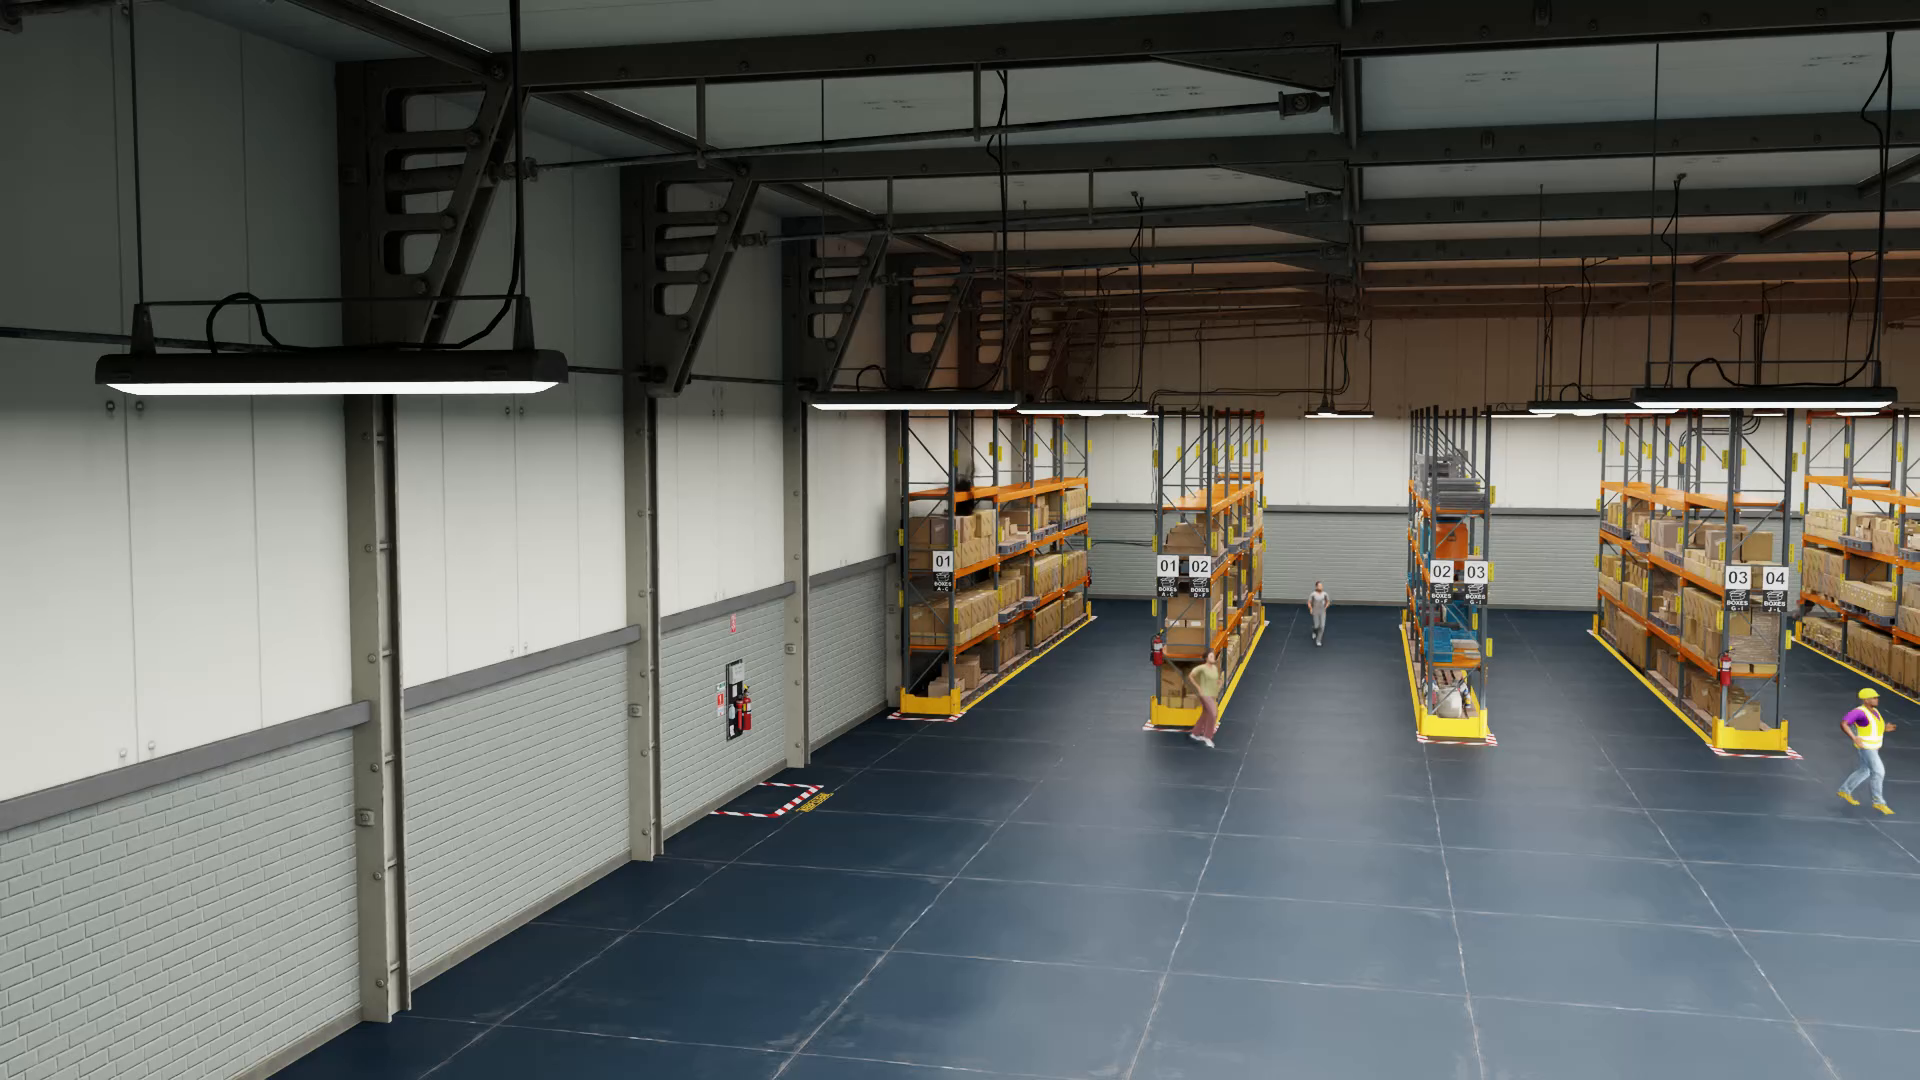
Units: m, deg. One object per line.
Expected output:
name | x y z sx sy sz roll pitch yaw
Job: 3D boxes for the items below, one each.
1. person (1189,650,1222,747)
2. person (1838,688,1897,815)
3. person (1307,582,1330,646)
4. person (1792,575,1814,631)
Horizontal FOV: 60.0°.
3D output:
person | 4.354 2.790 29.383 0.568 1.709 0.662 -4 6 -43
person | 13.326 3.069 24.394 0.810 1.800 0.682 4 6 45
person | 9.173 1.869 42.505 0.566 1.626 0.572 0 4 1
person | 22.650 1.732 44.635 0.511 1.612 0.891 2 5 29
